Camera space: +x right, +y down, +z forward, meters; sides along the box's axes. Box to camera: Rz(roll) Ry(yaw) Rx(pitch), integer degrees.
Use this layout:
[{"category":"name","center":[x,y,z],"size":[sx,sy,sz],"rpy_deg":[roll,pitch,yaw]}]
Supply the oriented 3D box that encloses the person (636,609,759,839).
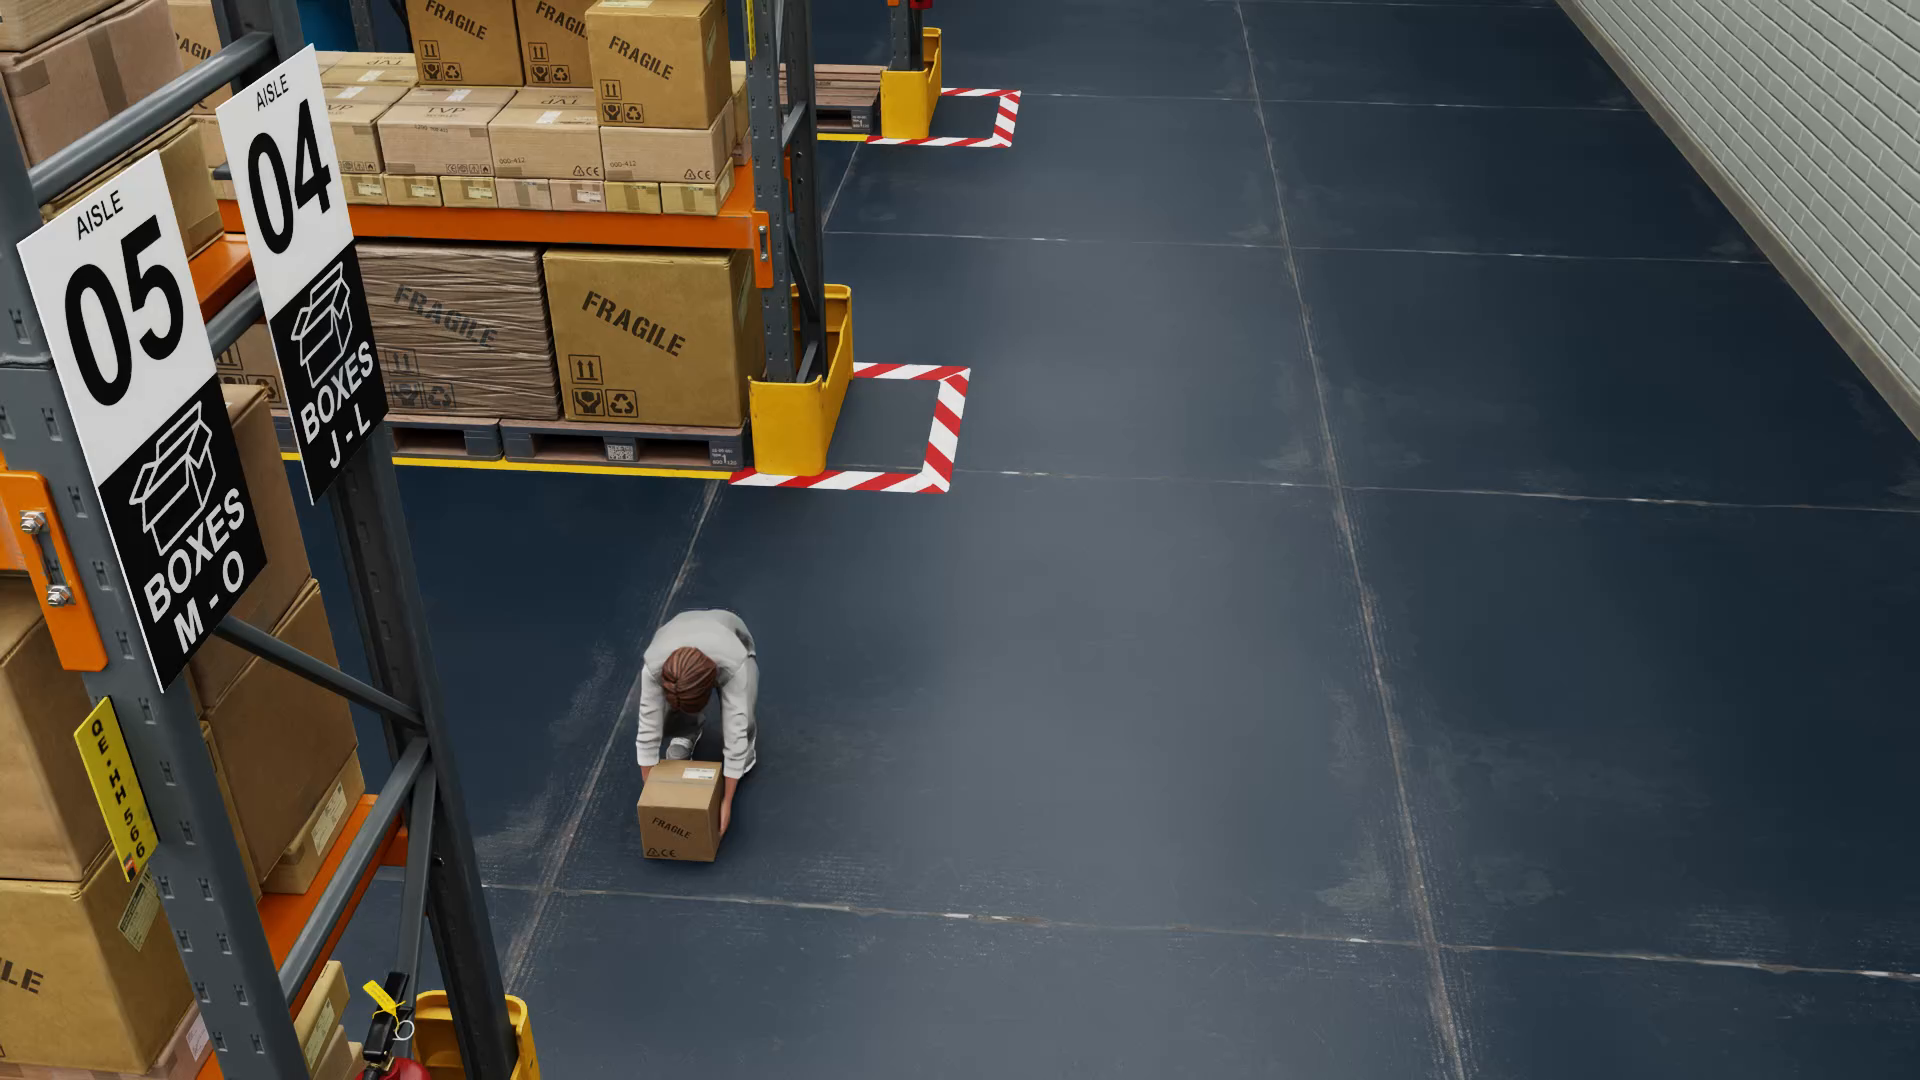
[{"category":"person","center":[-0.944,0.558,6.043],"size":[0.436,0.772,0.804],"rpy_deg":[3,32,4]}]
